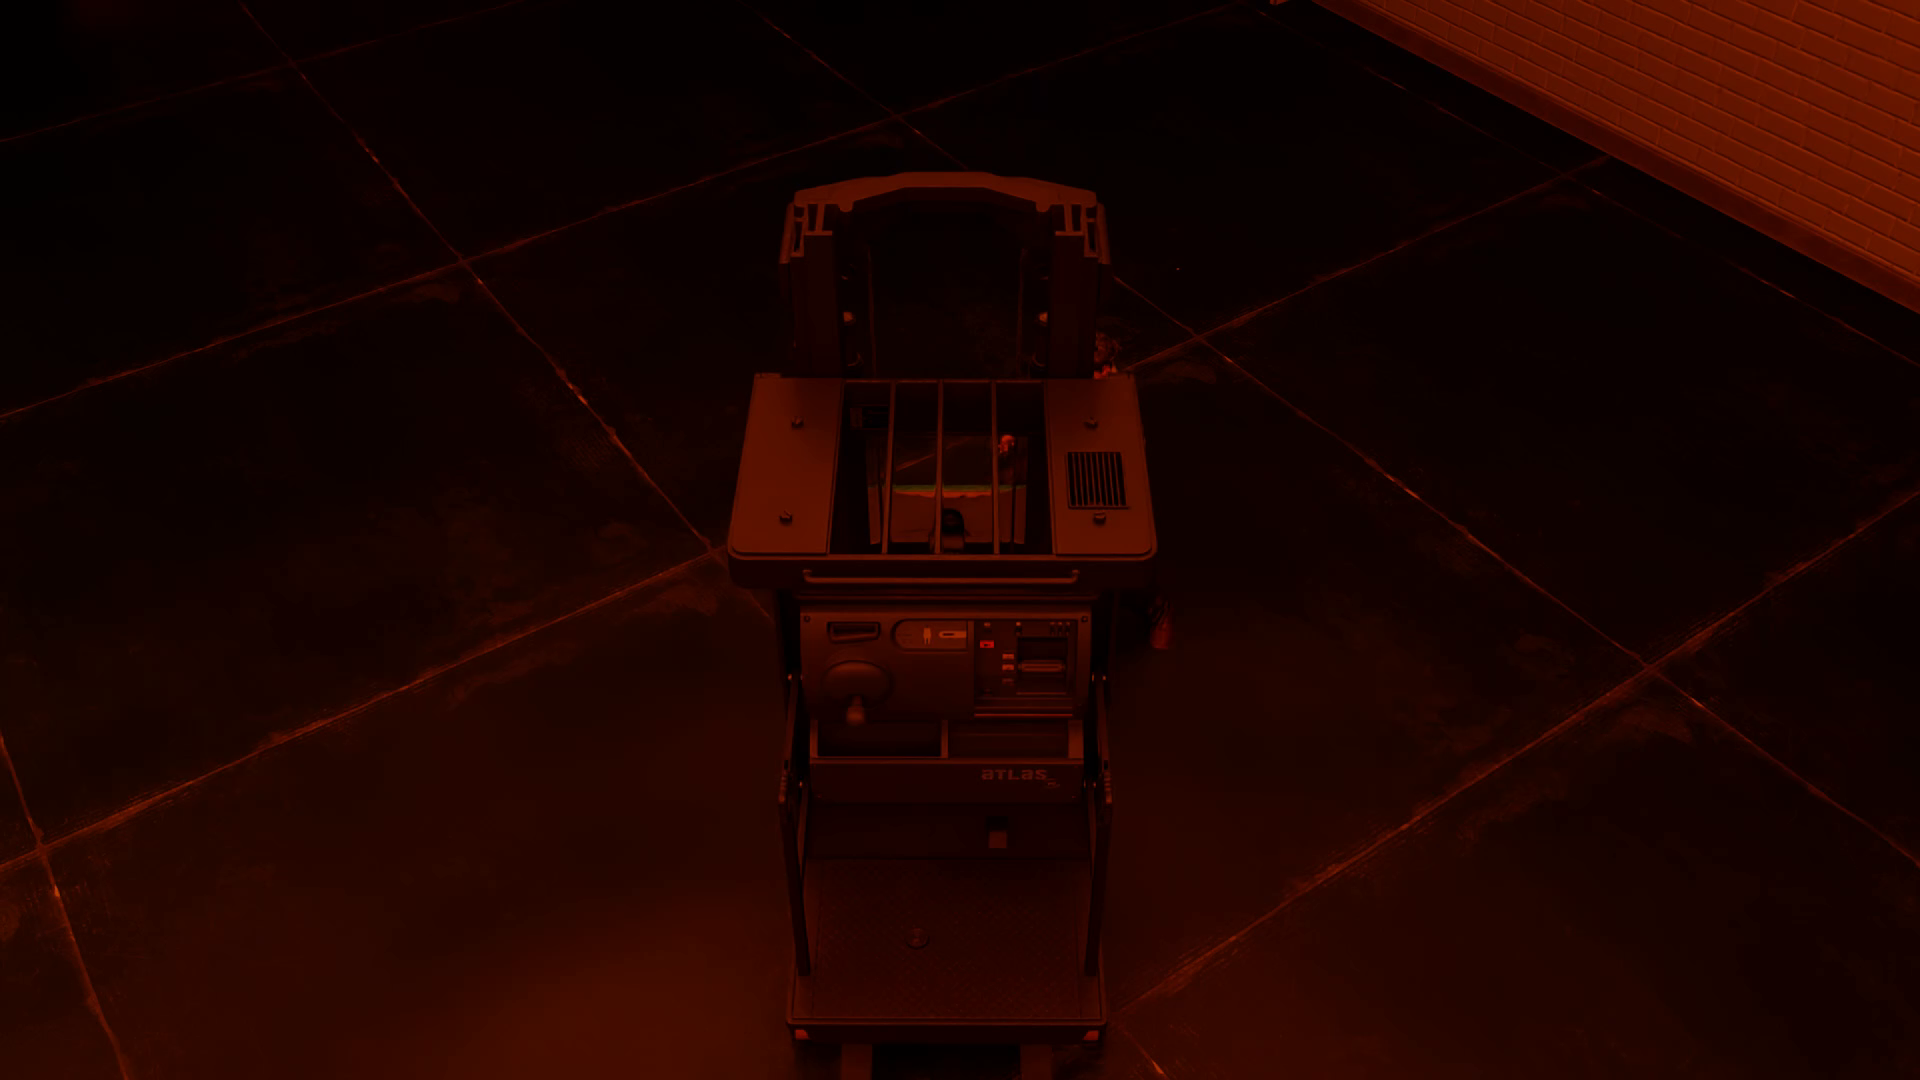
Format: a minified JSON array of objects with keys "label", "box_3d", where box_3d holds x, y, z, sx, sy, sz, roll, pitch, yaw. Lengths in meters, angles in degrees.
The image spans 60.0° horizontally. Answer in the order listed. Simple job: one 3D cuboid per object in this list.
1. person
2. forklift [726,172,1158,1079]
[{"label":"person","box_3d":[0.495,-0.240,7.068,0.779,1.526,0.928,-20,46,-20]},{"label":"forklift","box_3d":[-0.044,0.489,5.184,1.130,2.935,3.031,0,43,0]}]
